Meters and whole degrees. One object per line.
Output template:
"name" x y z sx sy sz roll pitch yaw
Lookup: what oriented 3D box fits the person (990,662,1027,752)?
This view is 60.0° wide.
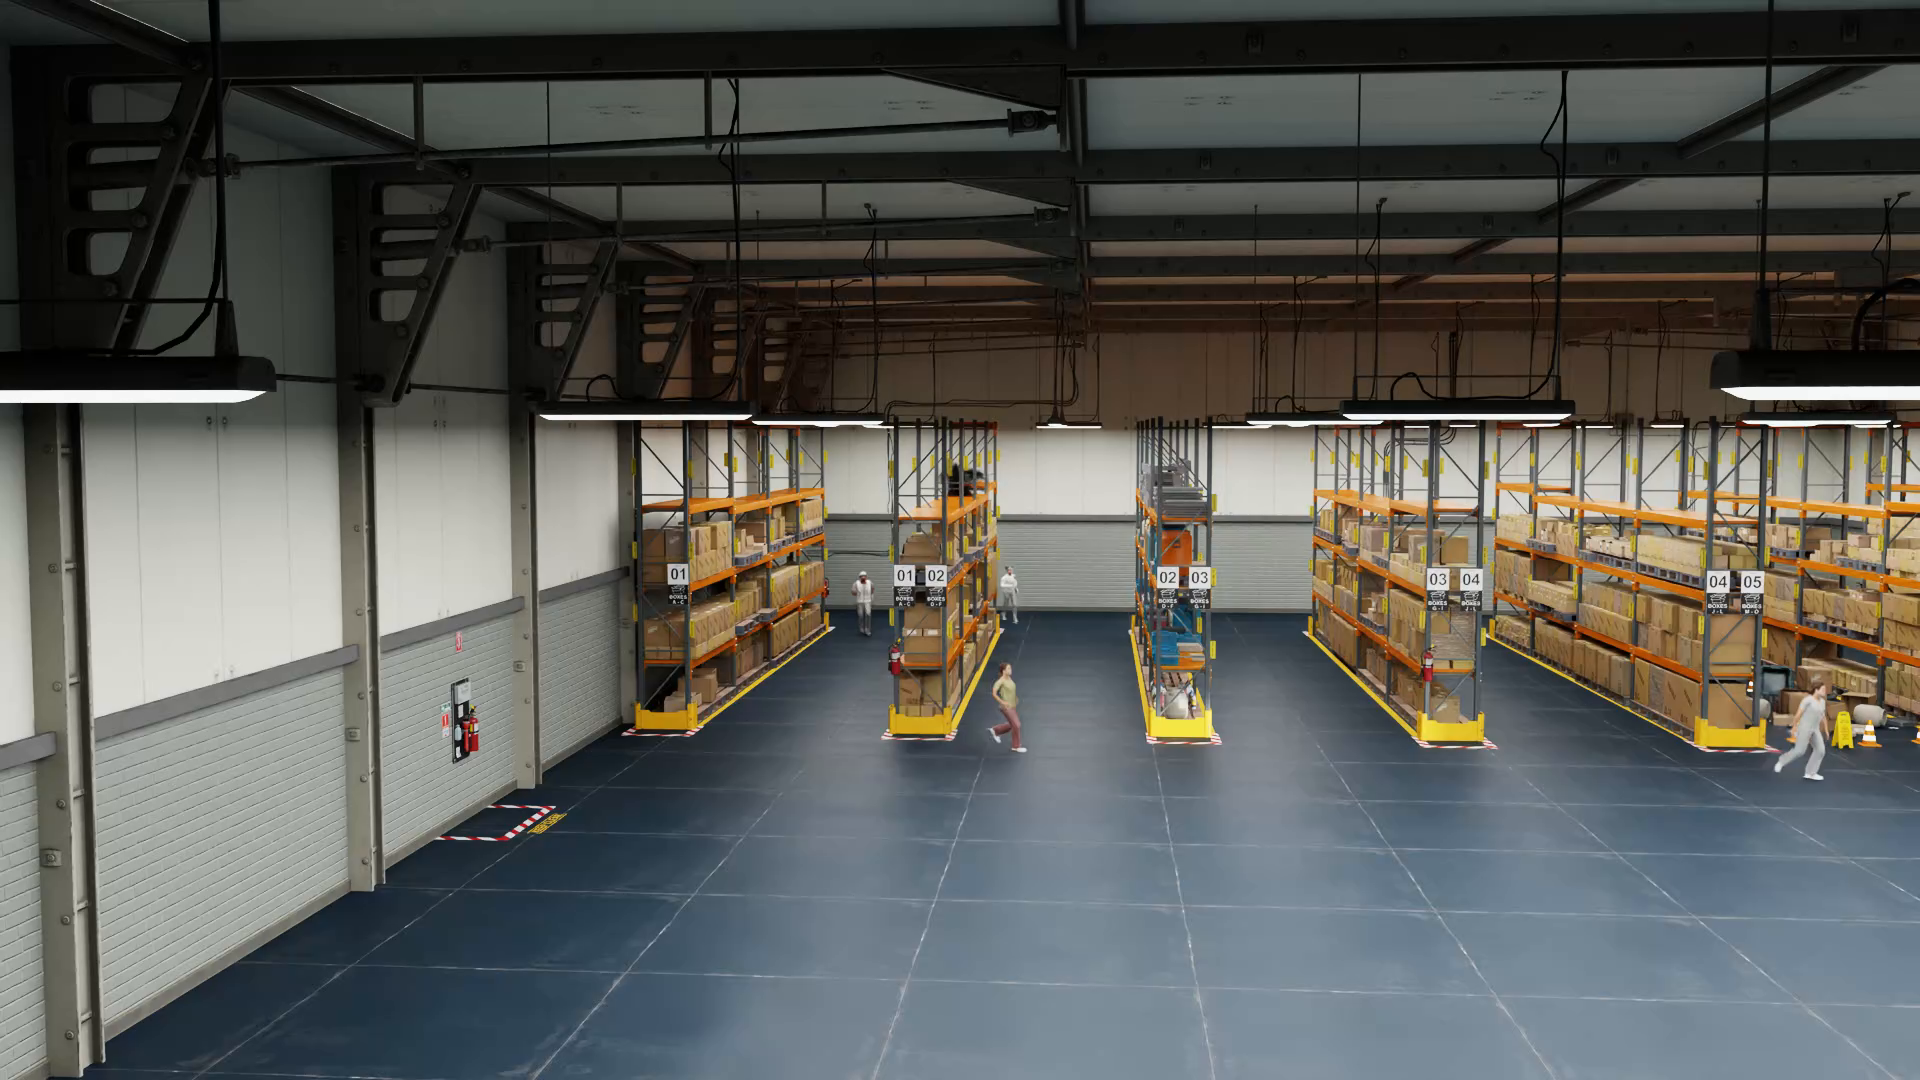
"person" 0.786 2.980 29.678 0.748 1.621 0.576 2 4 32

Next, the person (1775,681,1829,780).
"person" 13.937 3.117 27.485 0.629 1.612 0.725 -2 4 -27

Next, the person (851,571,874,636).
"person" -2.726 1.783 46.782 0.665 1.822 0.763 0 4 -7

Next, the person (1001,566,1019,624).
"person" 1.487 1.609 49.731 0.604 1.714 0.893 -1 4 -20
